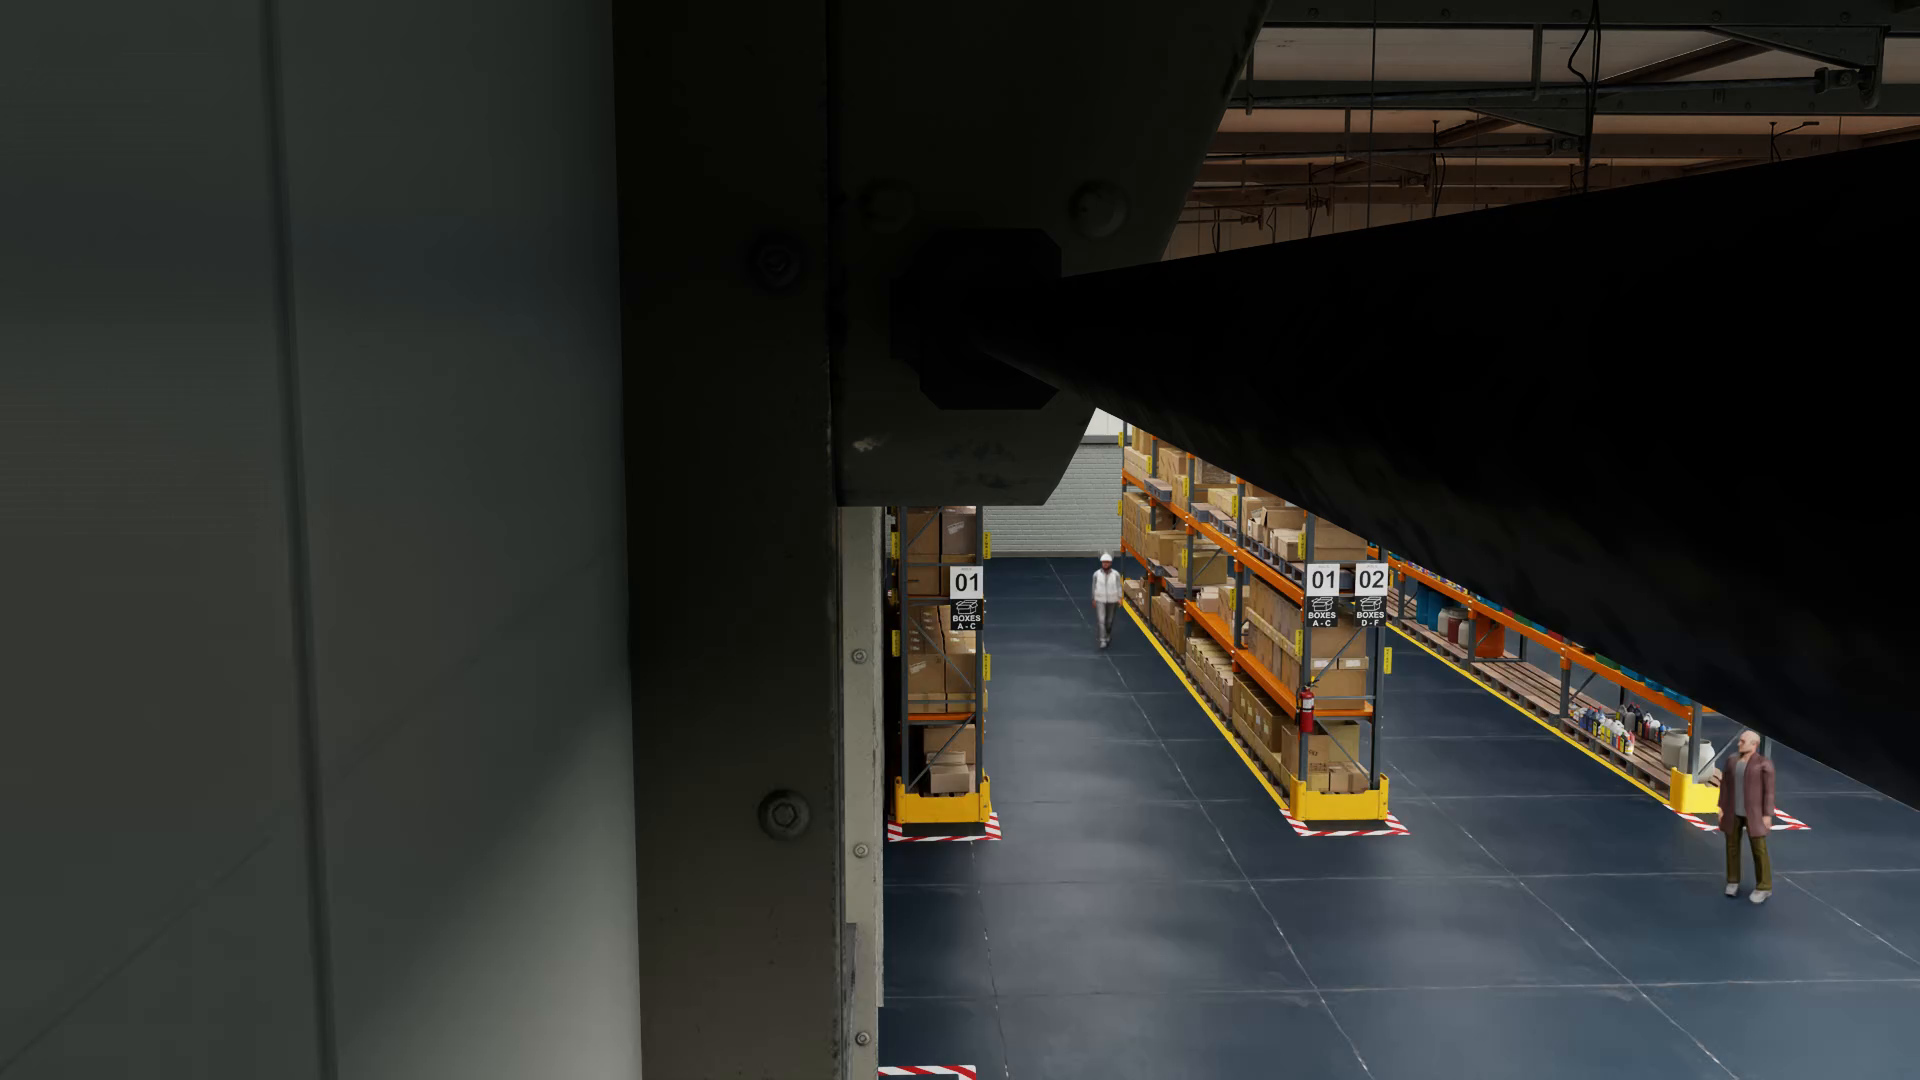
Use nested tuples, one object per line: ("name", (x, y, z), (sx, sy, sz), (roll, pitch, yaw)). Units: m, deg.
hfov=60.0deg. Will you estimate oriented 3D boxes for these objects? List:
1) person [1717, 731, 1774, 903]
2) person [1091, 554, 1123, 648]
("person", (8.445, 2.948, 17.893), (0.611, 1.786, 0.472), (7, 11, 41))
("person", (2.747, 1.122, 30.983), (0.563, 1.725, 1.045), (-1, 8, -4))
